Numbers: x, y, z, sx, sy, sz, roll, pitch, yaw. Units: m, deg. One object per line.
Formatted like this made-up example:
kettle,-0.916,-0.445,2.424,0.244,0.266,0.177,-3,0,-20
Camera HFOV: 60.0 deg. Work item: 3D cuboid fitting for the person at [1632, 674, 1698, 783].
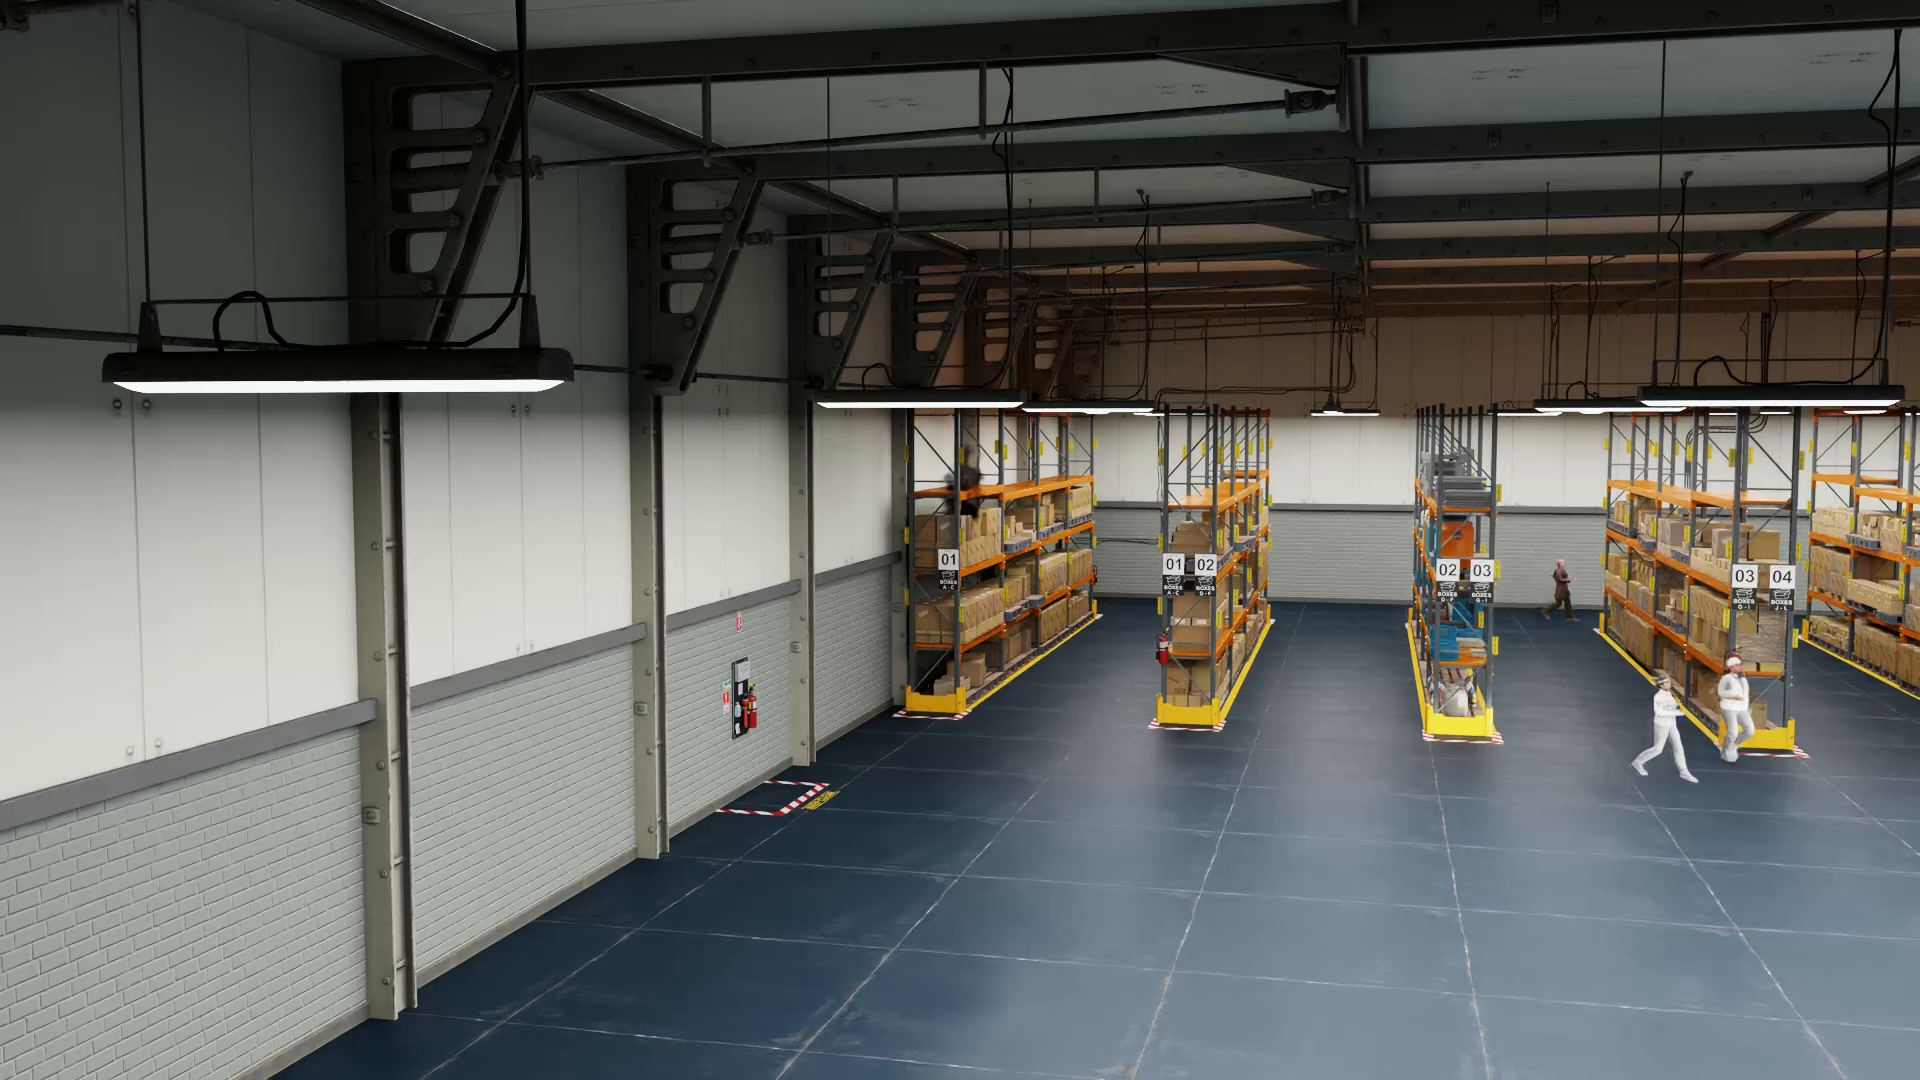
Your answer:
person,11.174,2.944,26.295,0.623,1.675,0.992,-4,6,-42

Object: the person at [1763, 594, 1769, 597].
person,20.505,1.838,42.235,0.542,1.614,0.835,1,4,10

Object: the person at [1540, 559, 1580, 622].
person,16.886,1.414,46.738,1.049,1.755,0.714,2,5,27

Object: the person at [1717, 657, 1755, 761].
person,12.977,2.830,27.758,0.679,1.744,0.588,-1,4,-19

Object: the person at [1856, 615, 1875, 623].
person,24.083,1.664,44.201,0.902,1.697,0.587,0,4,6
